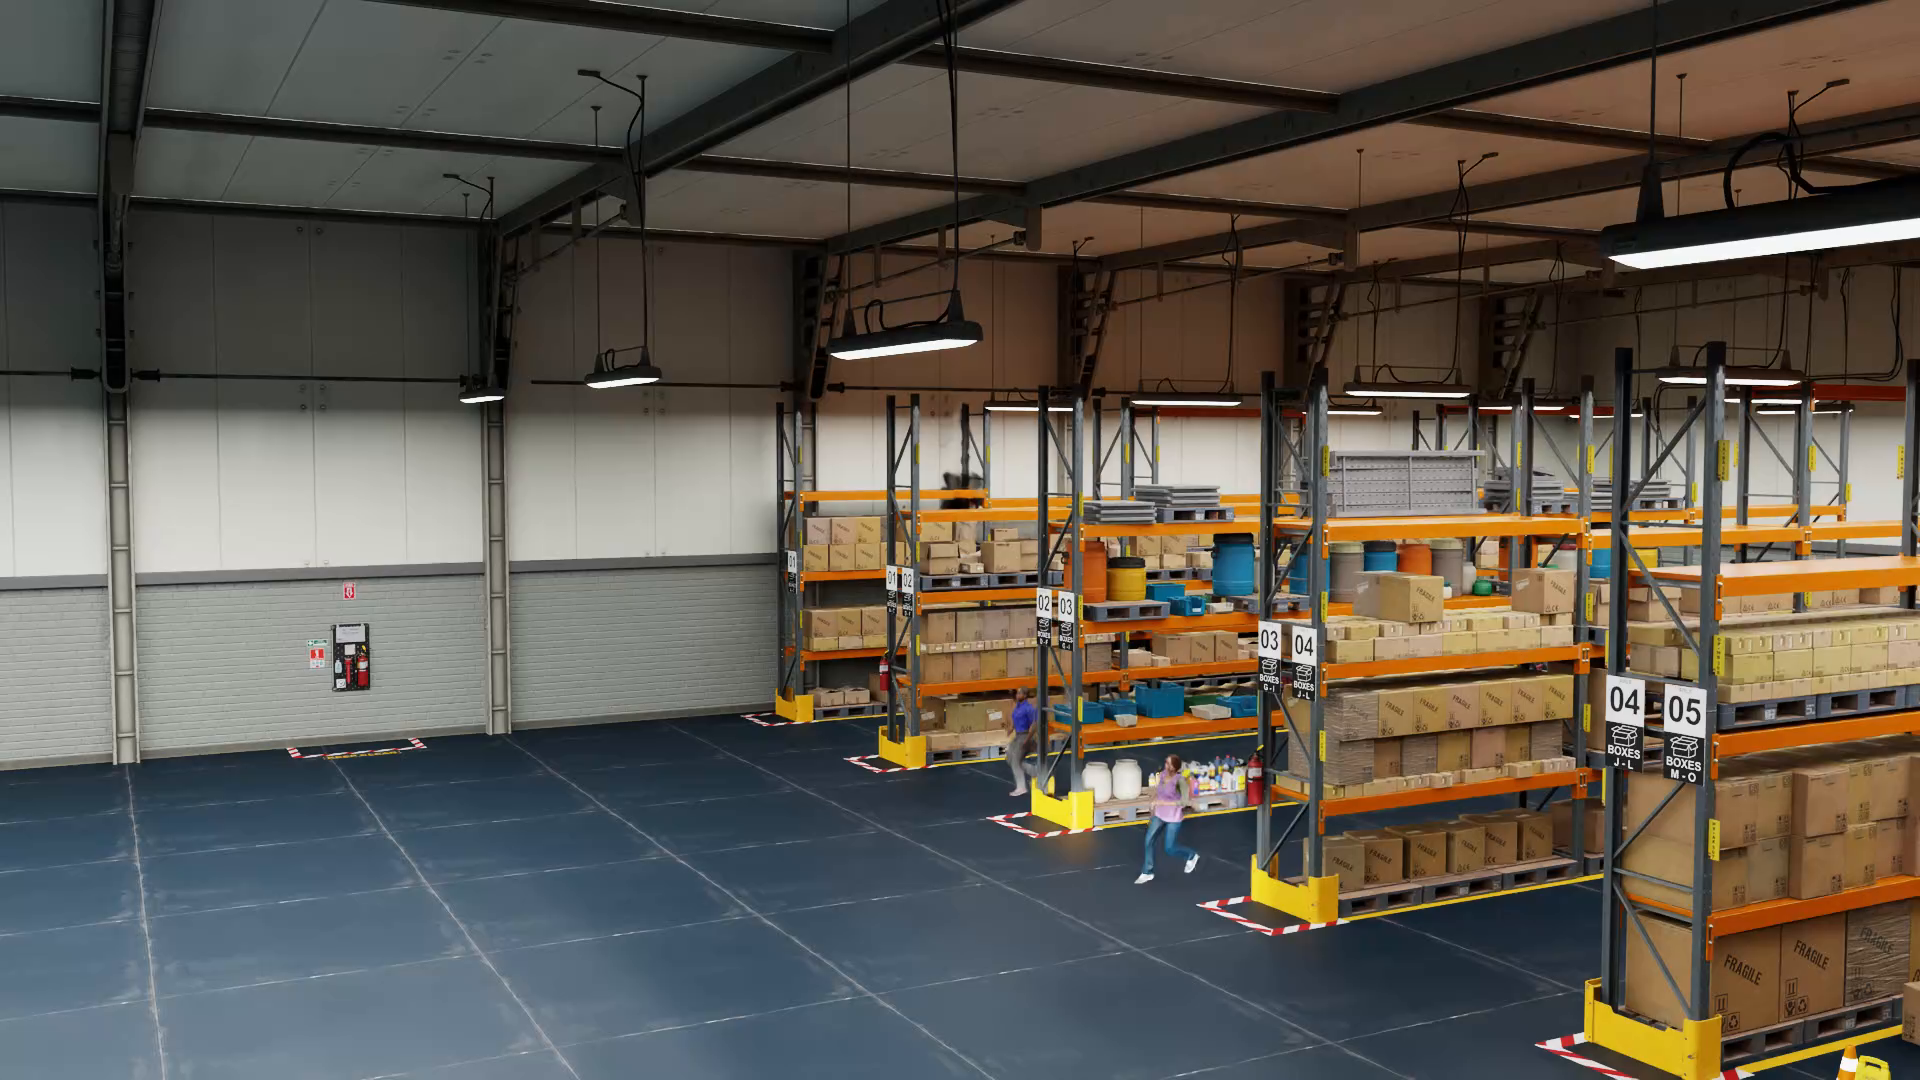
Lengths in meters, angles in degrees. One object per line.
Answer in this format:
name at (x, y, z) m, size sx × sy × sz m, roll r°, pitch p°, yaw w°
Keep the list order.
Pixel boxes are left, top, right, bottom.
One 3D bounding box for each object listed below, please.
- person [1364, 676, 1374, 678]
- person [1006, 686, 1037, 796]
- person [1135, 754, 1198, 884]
person at (6.884, 2.621, 28.770) m, size 1.053 × 1.761 × 0.704 m, roll -2°, pitch 4°, yaw -35°
person at (0.965, 3.018, 24.705) m, size 0.523 × 1.535 × 0.609 m, roll -1°, pitch 3°, yaw -19°
person at (2.497, 3.297, 19.658) m, size 0.732 × 1.568 × 0.567 m, roll -2°, pitch 4°, yaw -35°
